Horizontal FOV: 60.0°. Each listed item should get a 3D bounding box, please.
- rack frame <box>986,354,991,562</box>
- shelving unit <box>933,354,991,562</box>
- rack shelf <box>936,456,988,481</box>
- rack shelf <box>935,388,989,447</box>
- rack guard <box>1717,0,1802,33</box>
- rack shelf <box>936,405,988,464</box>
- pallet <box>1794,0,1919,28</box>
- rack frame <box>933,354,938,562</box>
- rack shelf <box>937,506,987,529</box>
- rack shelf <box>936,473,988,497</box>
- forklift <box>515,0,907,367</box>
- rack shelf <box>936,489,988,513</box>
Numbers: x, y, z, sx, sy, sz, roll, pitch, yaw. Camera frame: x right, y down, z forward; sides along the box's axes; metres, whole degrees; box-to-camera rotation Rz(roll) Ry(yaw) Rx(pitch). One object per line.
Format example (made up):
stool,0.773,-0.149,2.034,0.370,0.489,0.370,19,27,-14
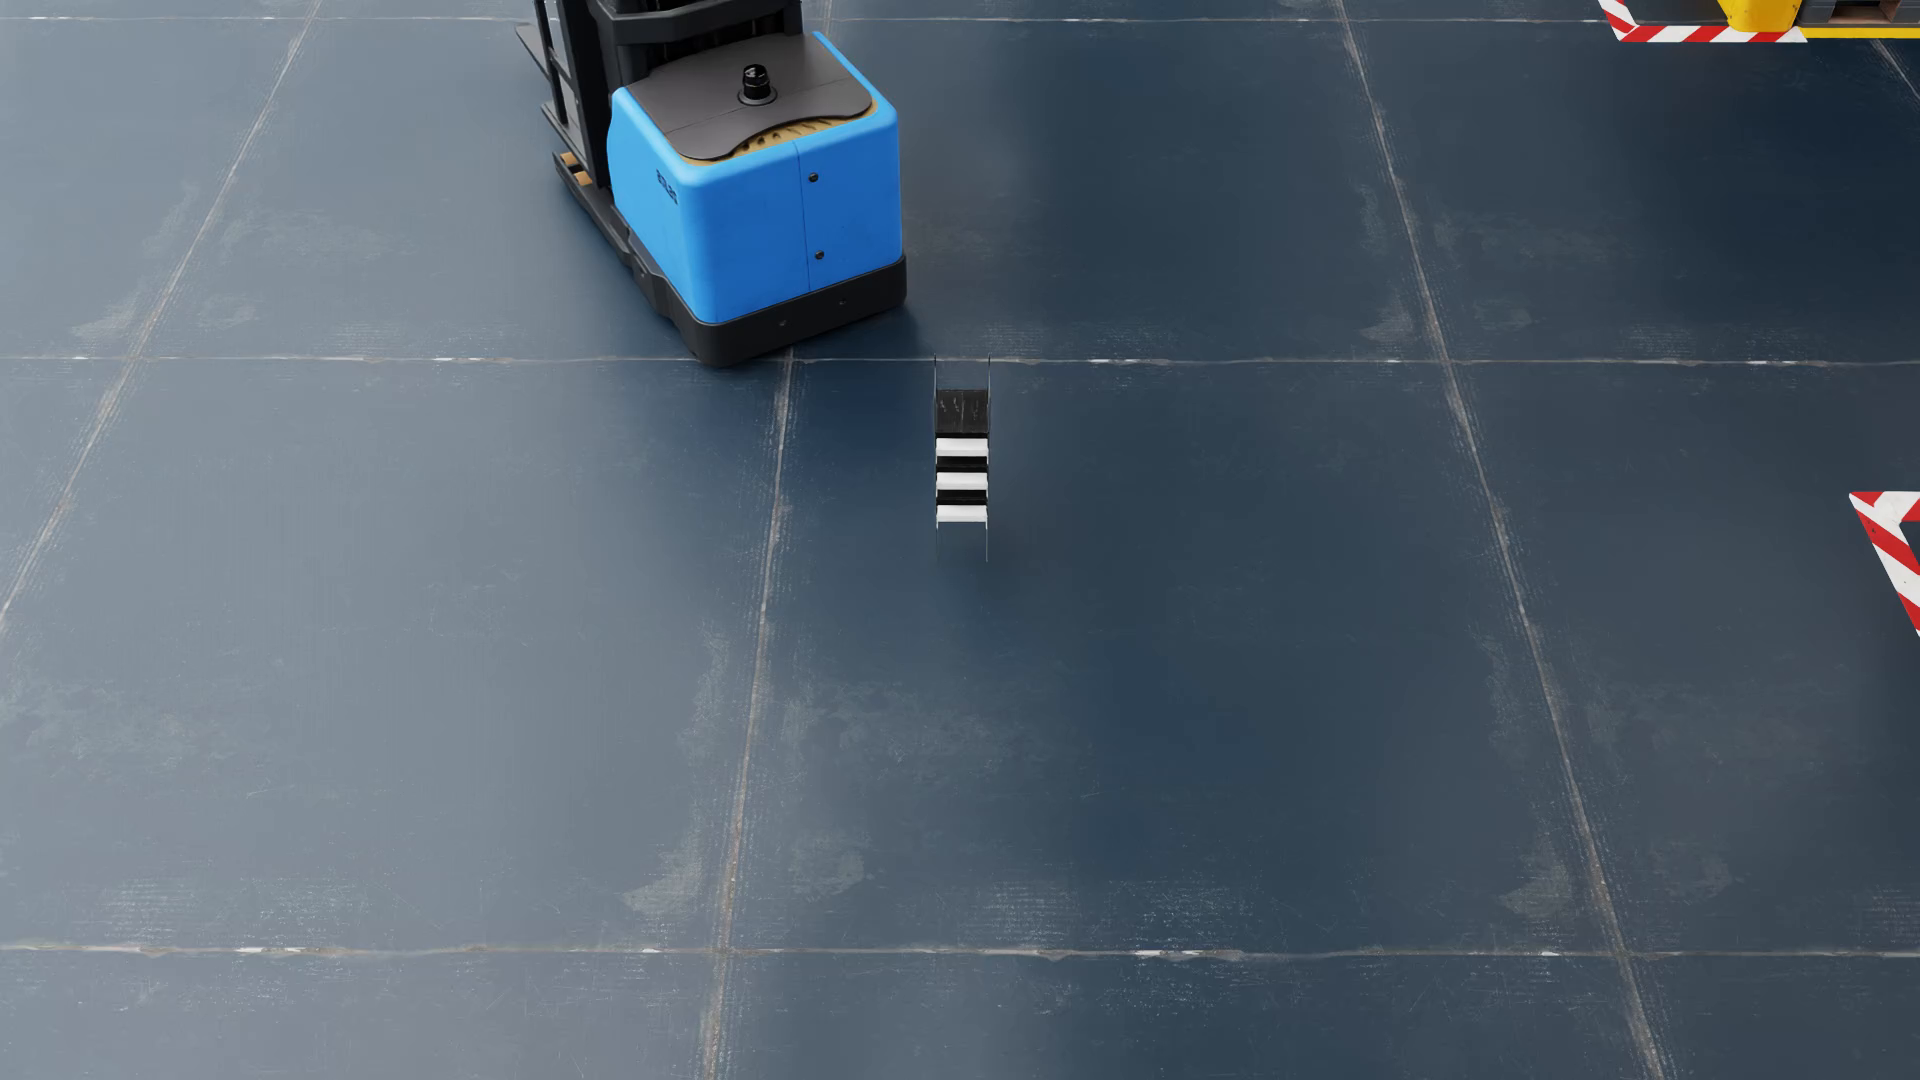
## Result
rack frame,0.110,-0.306,6.501,0.006,0.900,0.240,0,47,0
shelving unit,0.008,-0.307,6.501,0.210,0.900,0.258,0,47,0
rack shelf,0.008,-0.345,6.460,0.200,0.077,0.258,0,47,0
rack shelf,0.008,-0.468,6.328,0.200,0.077,0.258,0,47,0
rack guard,4.617,-3.512,9.758,0.348,0.500,1.175,0,47,0
rack shelf,0.008,-0.406,6.394,0.200,0.077,0.258,0,47,0
pallet,5.429,-3.385,9.838,1.213,0.211,1.003,0,47,0
rack frame,-0.094,-0.307,6.502,0.006,0.900,0.240,0,47,0
rack shelf,0.008,-0.161,6.658,0.200,0.077,0.258,0,47,0
rack shelf,0.008,-0.284,6.526,0.200,0.077,0.258,0,47,0
forklift,-1.415,-2.849,7.480,1.130,2.935,3.031,-23,51,-20
rack shelf,0.008,-0.223,6.592,0.200,0.077,0.258,0,47,0
